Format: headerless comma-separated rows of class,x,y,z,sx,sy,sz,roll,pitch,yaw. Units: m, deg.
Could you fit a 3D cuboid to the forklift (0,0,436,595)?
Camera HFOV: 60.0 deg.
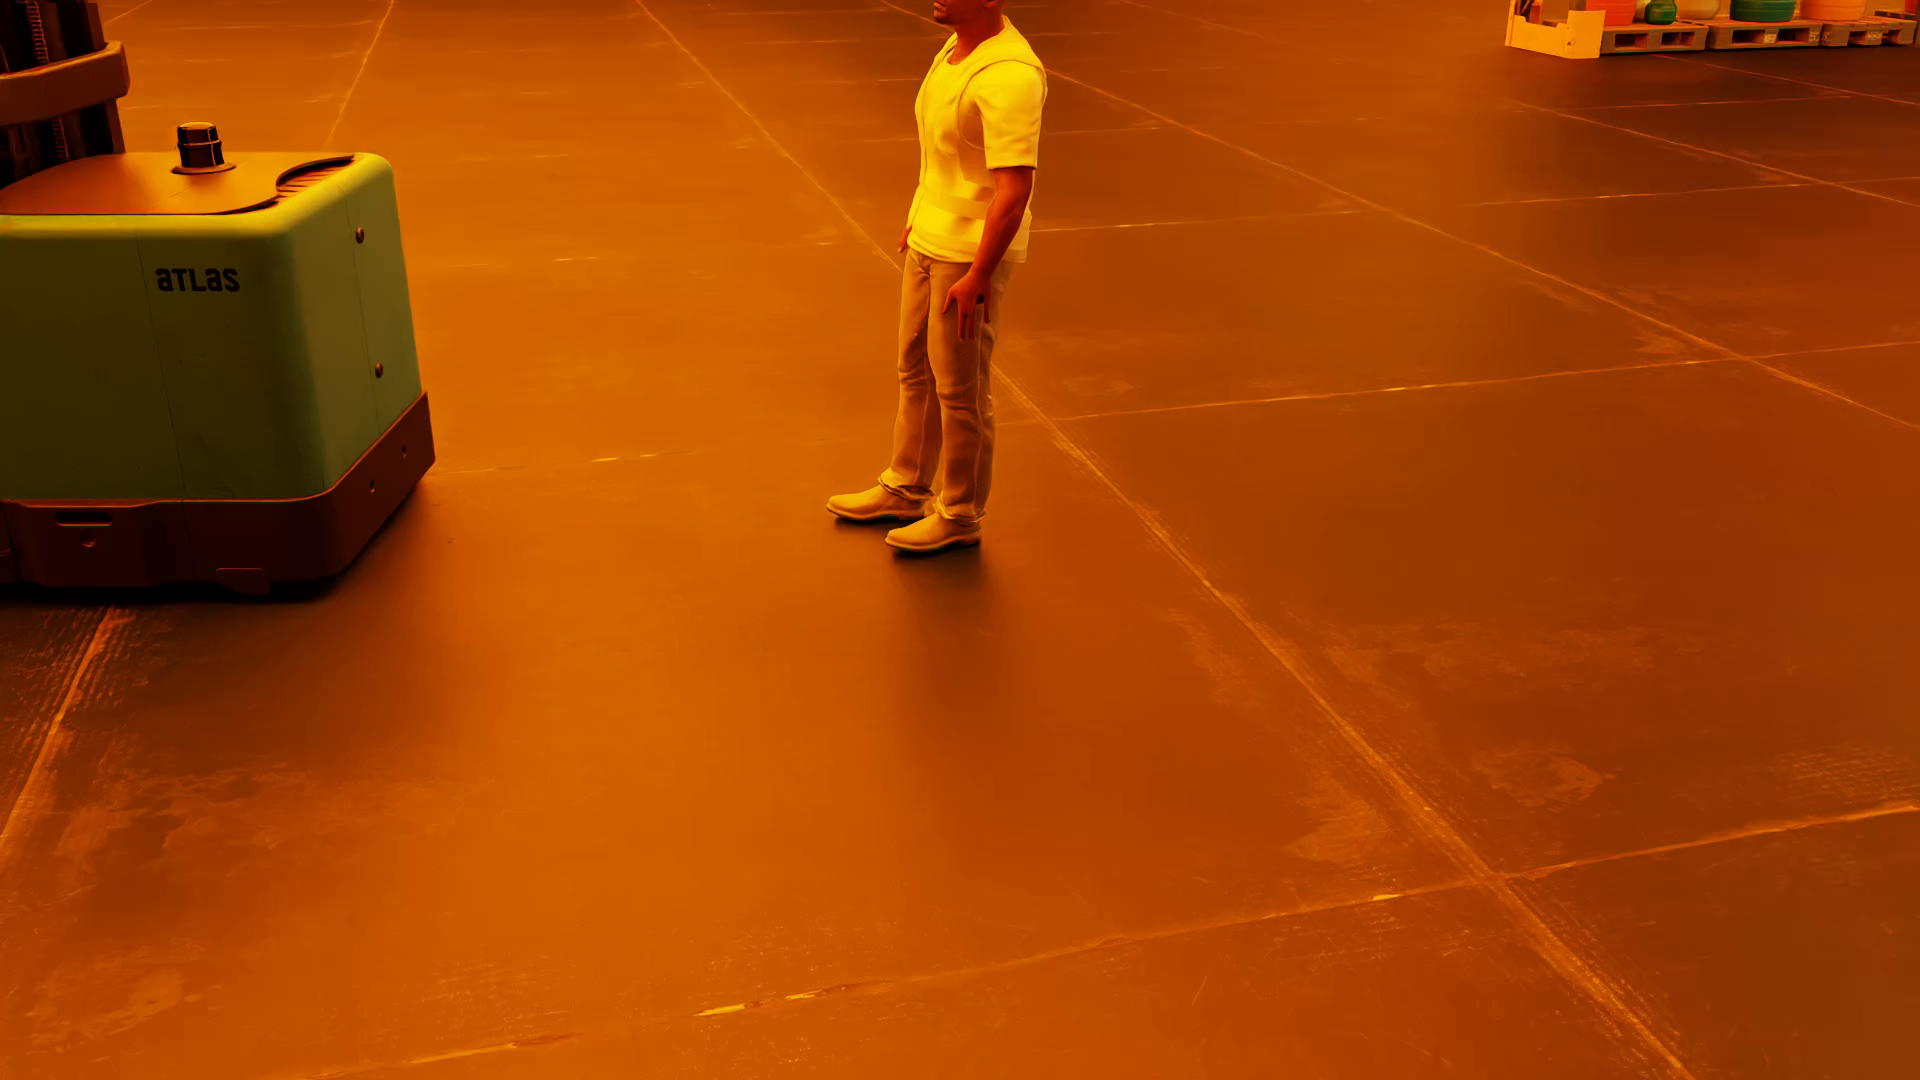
forklift,-3.243,-1.374,4.538,3.031,2.935,1.130,0,23,0

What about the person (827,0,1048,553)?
person,-0.068,-0.815,4.693,0.577,1.765,0.665,-6,24,-14
